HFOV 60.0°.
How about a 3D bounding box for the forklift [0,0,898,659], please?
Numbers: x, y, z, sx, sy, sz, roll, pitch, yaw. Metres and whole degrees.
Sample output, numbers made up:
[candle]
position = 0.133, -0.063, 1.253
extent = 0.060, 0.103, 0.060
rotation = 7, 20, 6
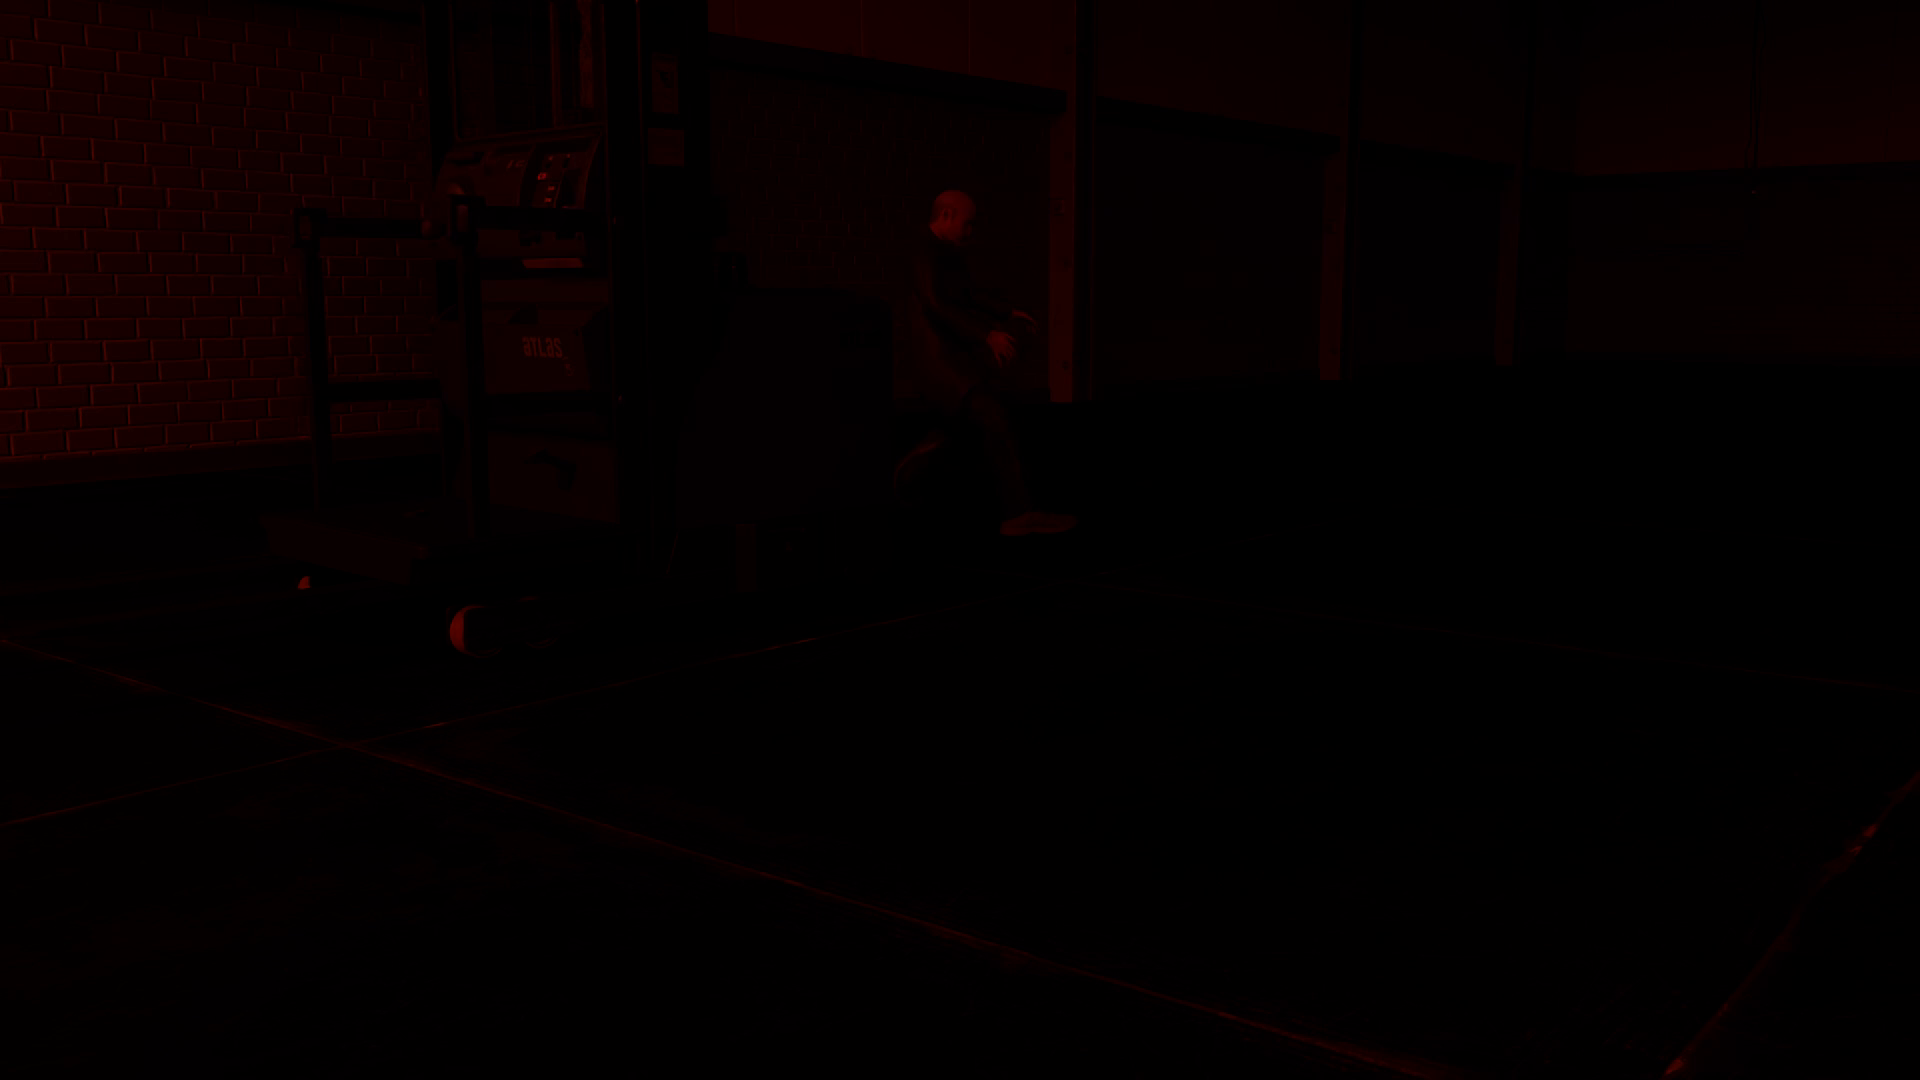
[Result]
[forklift]
position = -1.611, -1.177, 5.329
extent = 1.130, 2.935, 3.031
rotation = 8, 11, 43

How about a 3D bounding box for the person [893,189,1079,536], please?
[person]
position = 0.062, -0.860, 7.933
extent = 1.050, 1.593, 1.202
rotation = 1, 8, 6
